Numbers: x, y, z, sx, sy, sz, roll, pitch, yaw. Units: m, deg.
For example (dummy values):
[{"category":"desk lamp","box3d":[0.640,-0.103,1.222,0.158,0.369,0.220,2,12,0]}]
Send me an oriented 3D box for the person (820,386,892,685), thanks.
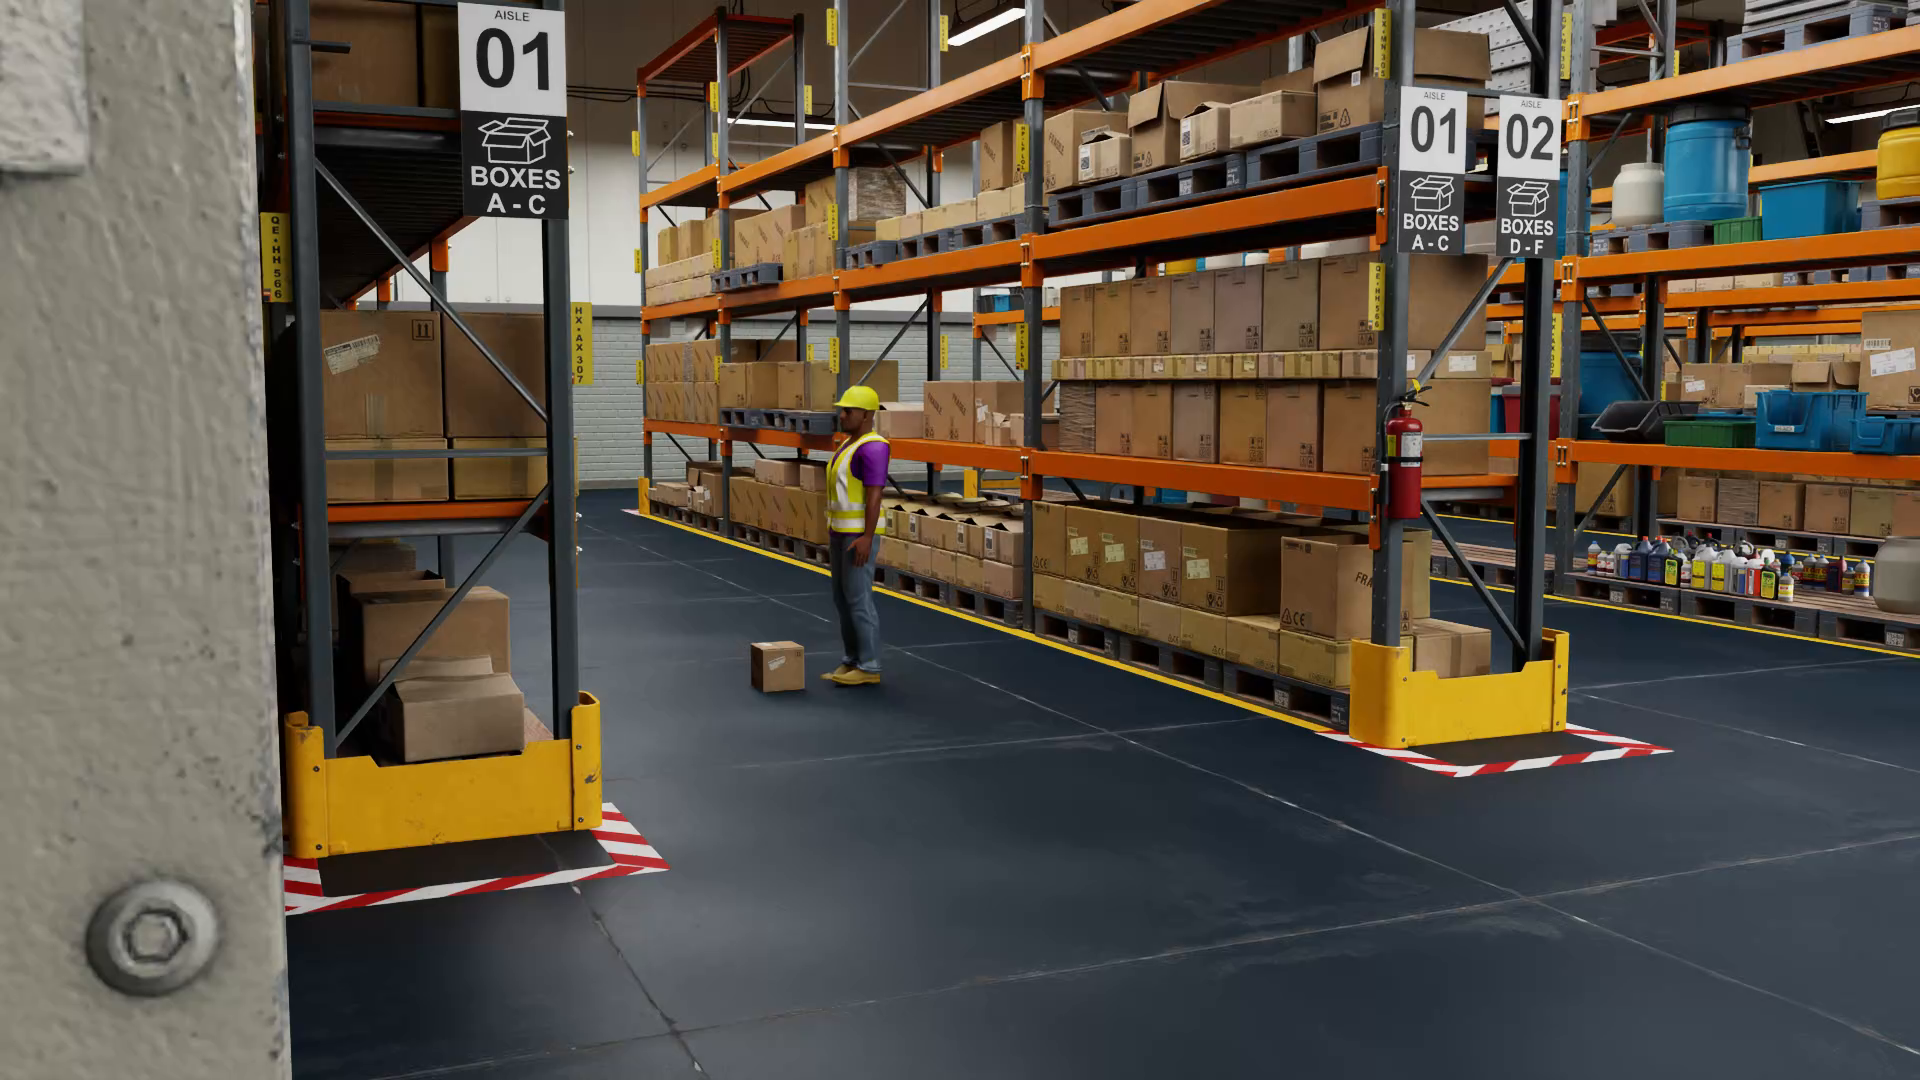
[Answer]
[{"category":"person","box3d":[-0.622,-0.017,9.877,0.371,1.787,0.564,-2,6,-22]}]
